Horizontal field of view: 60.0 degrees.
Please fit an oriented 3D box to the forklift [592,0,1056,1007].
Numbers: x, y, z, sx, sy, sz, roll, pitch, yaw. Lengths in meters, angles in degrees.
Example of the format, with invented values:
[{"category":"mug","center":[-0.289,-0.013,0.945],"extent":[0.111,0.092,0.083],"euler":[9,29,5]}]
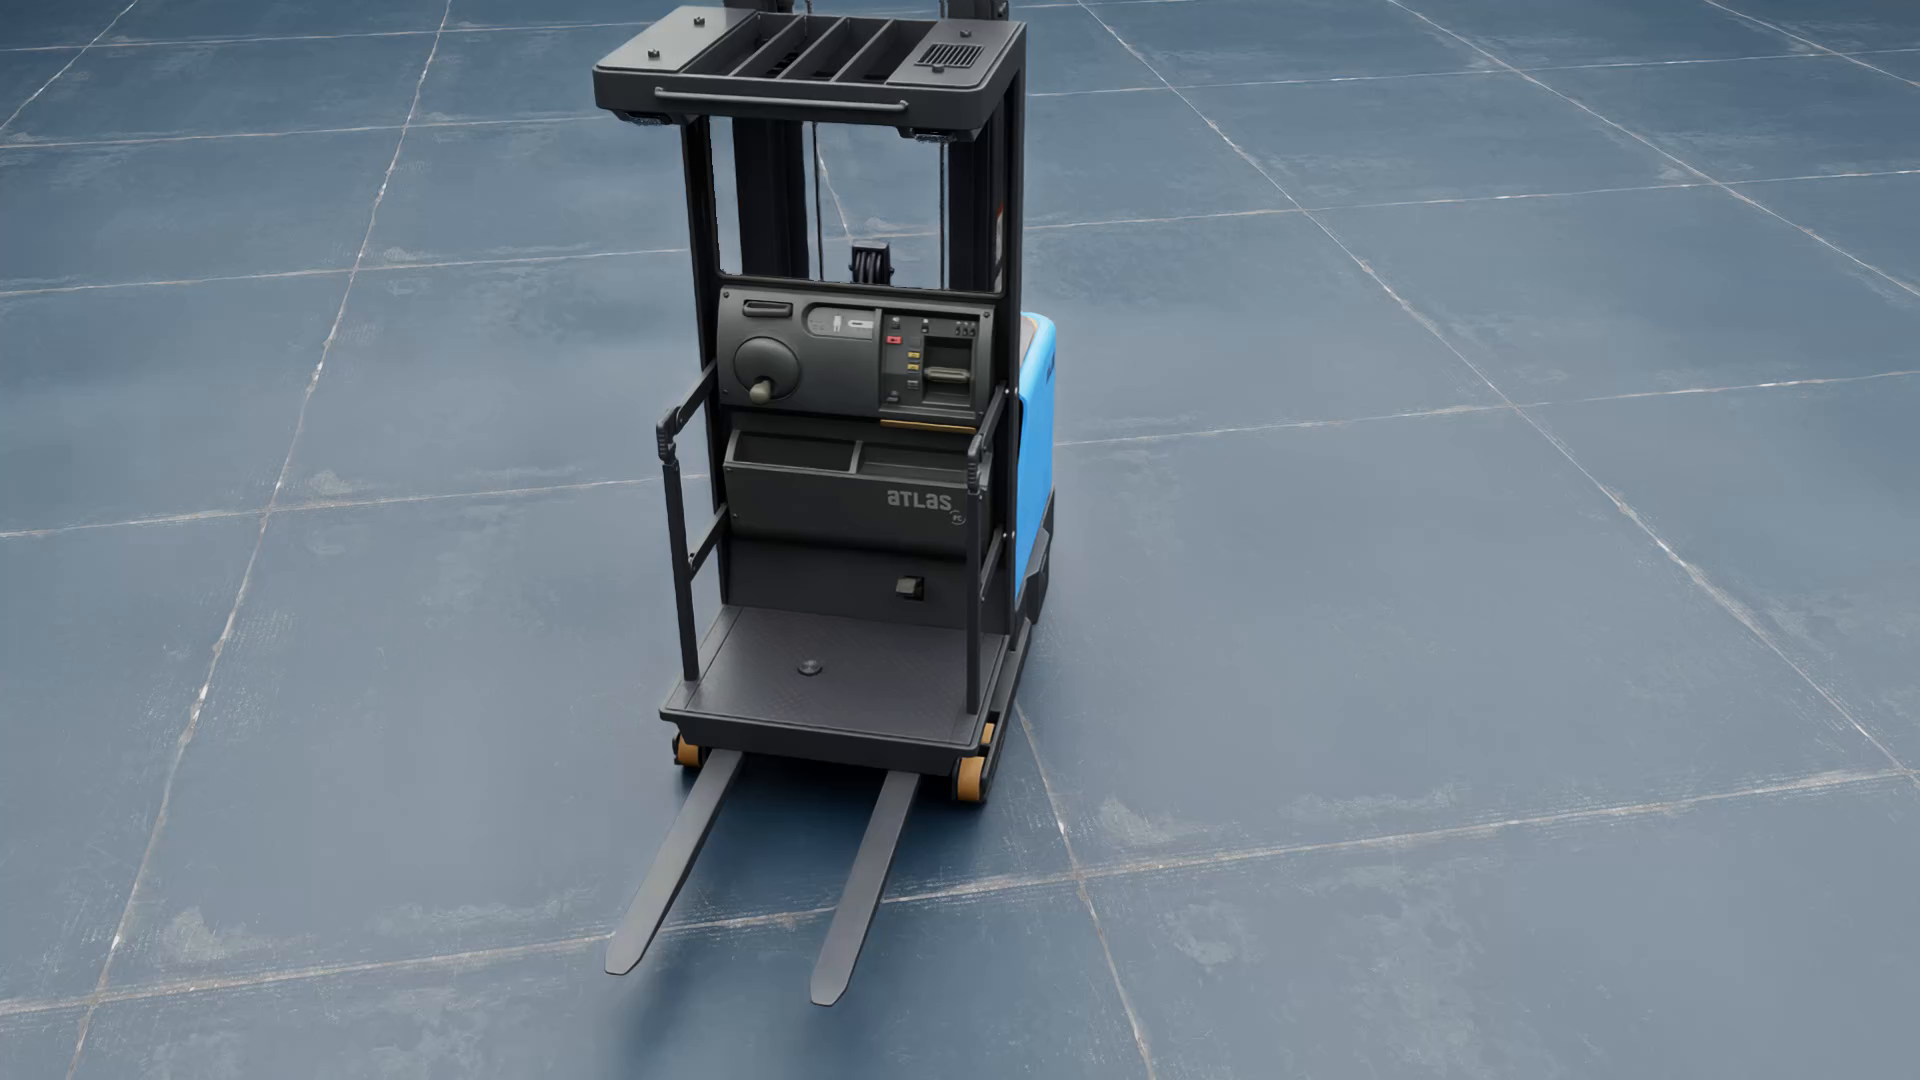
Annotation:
[{"category":"forklift","center":[-0.390,-0.565,5.319],"extent":[1.130,2.935,3.031],"euler":[6,31,10]}]
